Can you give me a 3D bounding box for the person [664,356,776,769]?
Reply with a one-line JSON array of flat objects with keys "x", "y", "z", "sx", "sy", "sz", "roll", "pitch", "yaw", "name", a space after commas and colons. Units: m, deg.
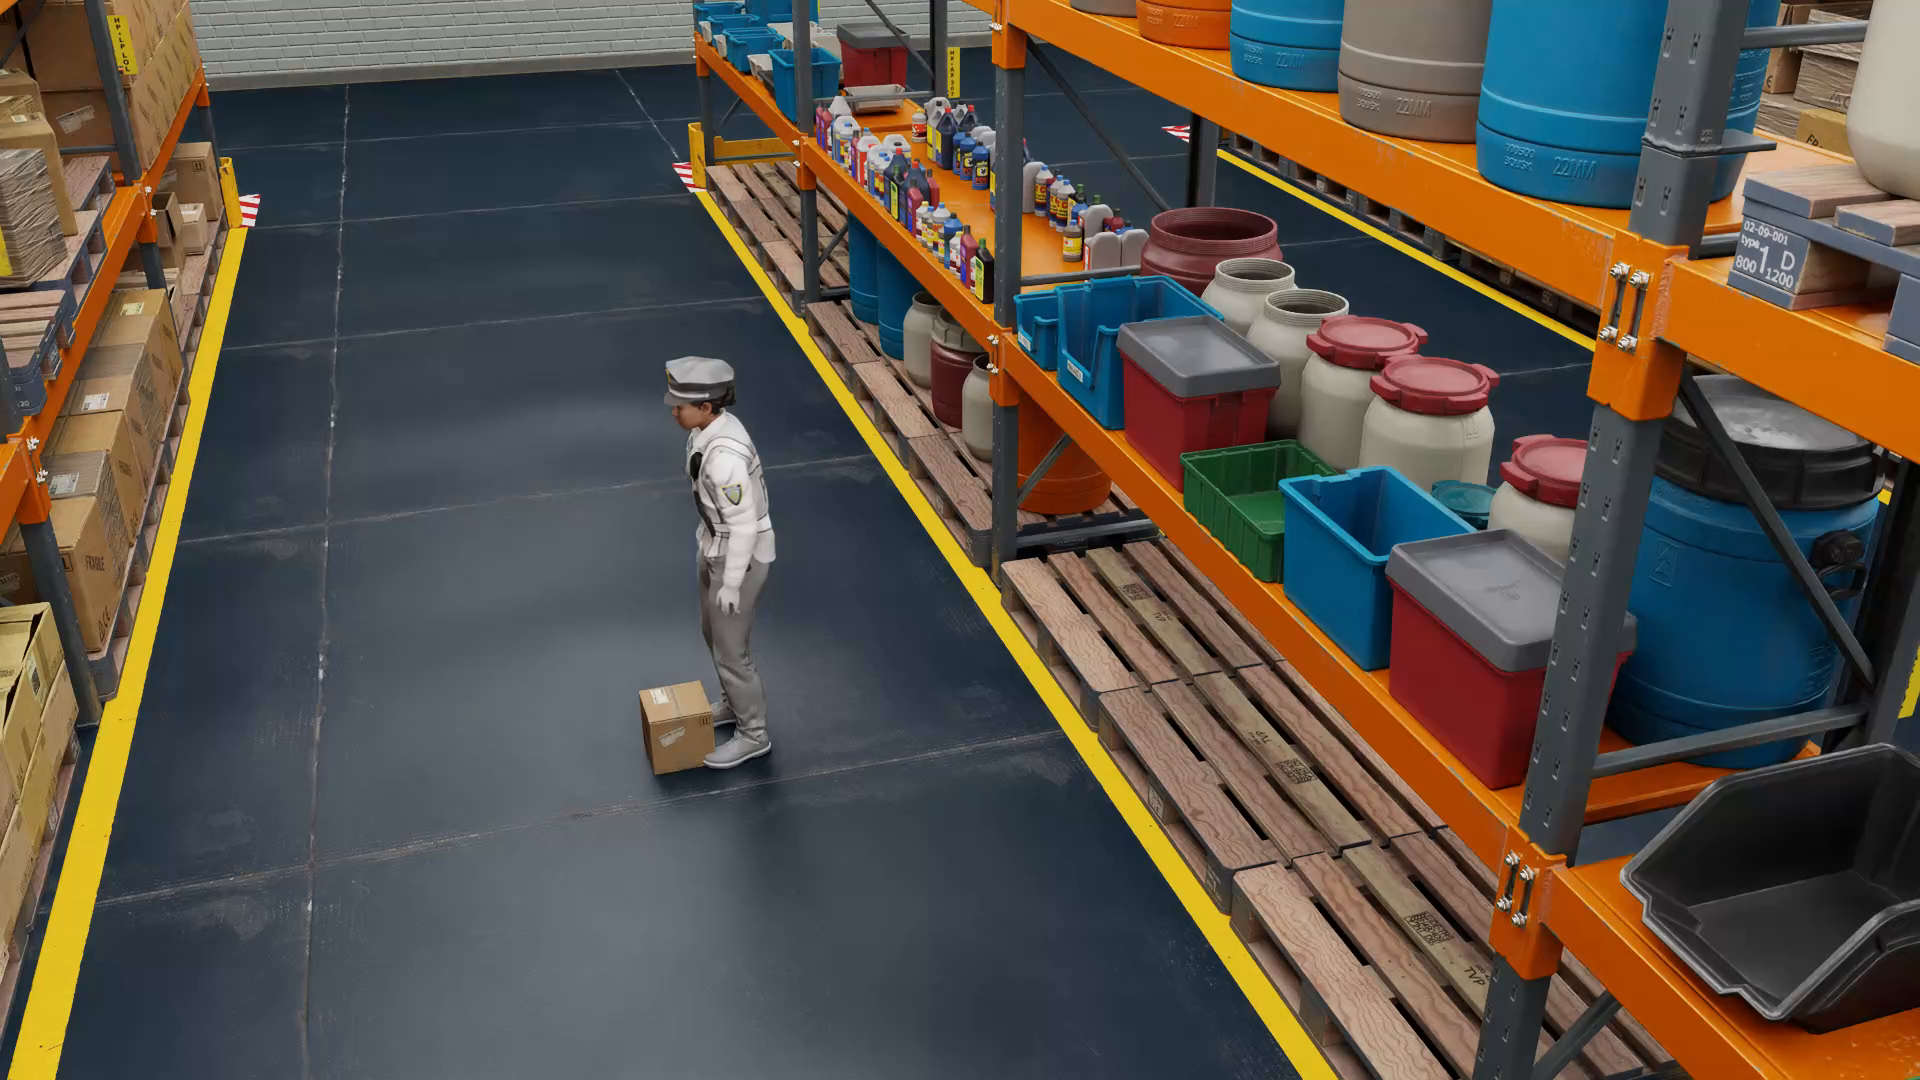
[{"x": -0.909, "y": 0.081, "z": 6.447, "sx": 0.374, "sy": 1.663, "sz": 0.526, "roll": -9, "pitch": 28, "yaw": -17, "name": "person"}]
